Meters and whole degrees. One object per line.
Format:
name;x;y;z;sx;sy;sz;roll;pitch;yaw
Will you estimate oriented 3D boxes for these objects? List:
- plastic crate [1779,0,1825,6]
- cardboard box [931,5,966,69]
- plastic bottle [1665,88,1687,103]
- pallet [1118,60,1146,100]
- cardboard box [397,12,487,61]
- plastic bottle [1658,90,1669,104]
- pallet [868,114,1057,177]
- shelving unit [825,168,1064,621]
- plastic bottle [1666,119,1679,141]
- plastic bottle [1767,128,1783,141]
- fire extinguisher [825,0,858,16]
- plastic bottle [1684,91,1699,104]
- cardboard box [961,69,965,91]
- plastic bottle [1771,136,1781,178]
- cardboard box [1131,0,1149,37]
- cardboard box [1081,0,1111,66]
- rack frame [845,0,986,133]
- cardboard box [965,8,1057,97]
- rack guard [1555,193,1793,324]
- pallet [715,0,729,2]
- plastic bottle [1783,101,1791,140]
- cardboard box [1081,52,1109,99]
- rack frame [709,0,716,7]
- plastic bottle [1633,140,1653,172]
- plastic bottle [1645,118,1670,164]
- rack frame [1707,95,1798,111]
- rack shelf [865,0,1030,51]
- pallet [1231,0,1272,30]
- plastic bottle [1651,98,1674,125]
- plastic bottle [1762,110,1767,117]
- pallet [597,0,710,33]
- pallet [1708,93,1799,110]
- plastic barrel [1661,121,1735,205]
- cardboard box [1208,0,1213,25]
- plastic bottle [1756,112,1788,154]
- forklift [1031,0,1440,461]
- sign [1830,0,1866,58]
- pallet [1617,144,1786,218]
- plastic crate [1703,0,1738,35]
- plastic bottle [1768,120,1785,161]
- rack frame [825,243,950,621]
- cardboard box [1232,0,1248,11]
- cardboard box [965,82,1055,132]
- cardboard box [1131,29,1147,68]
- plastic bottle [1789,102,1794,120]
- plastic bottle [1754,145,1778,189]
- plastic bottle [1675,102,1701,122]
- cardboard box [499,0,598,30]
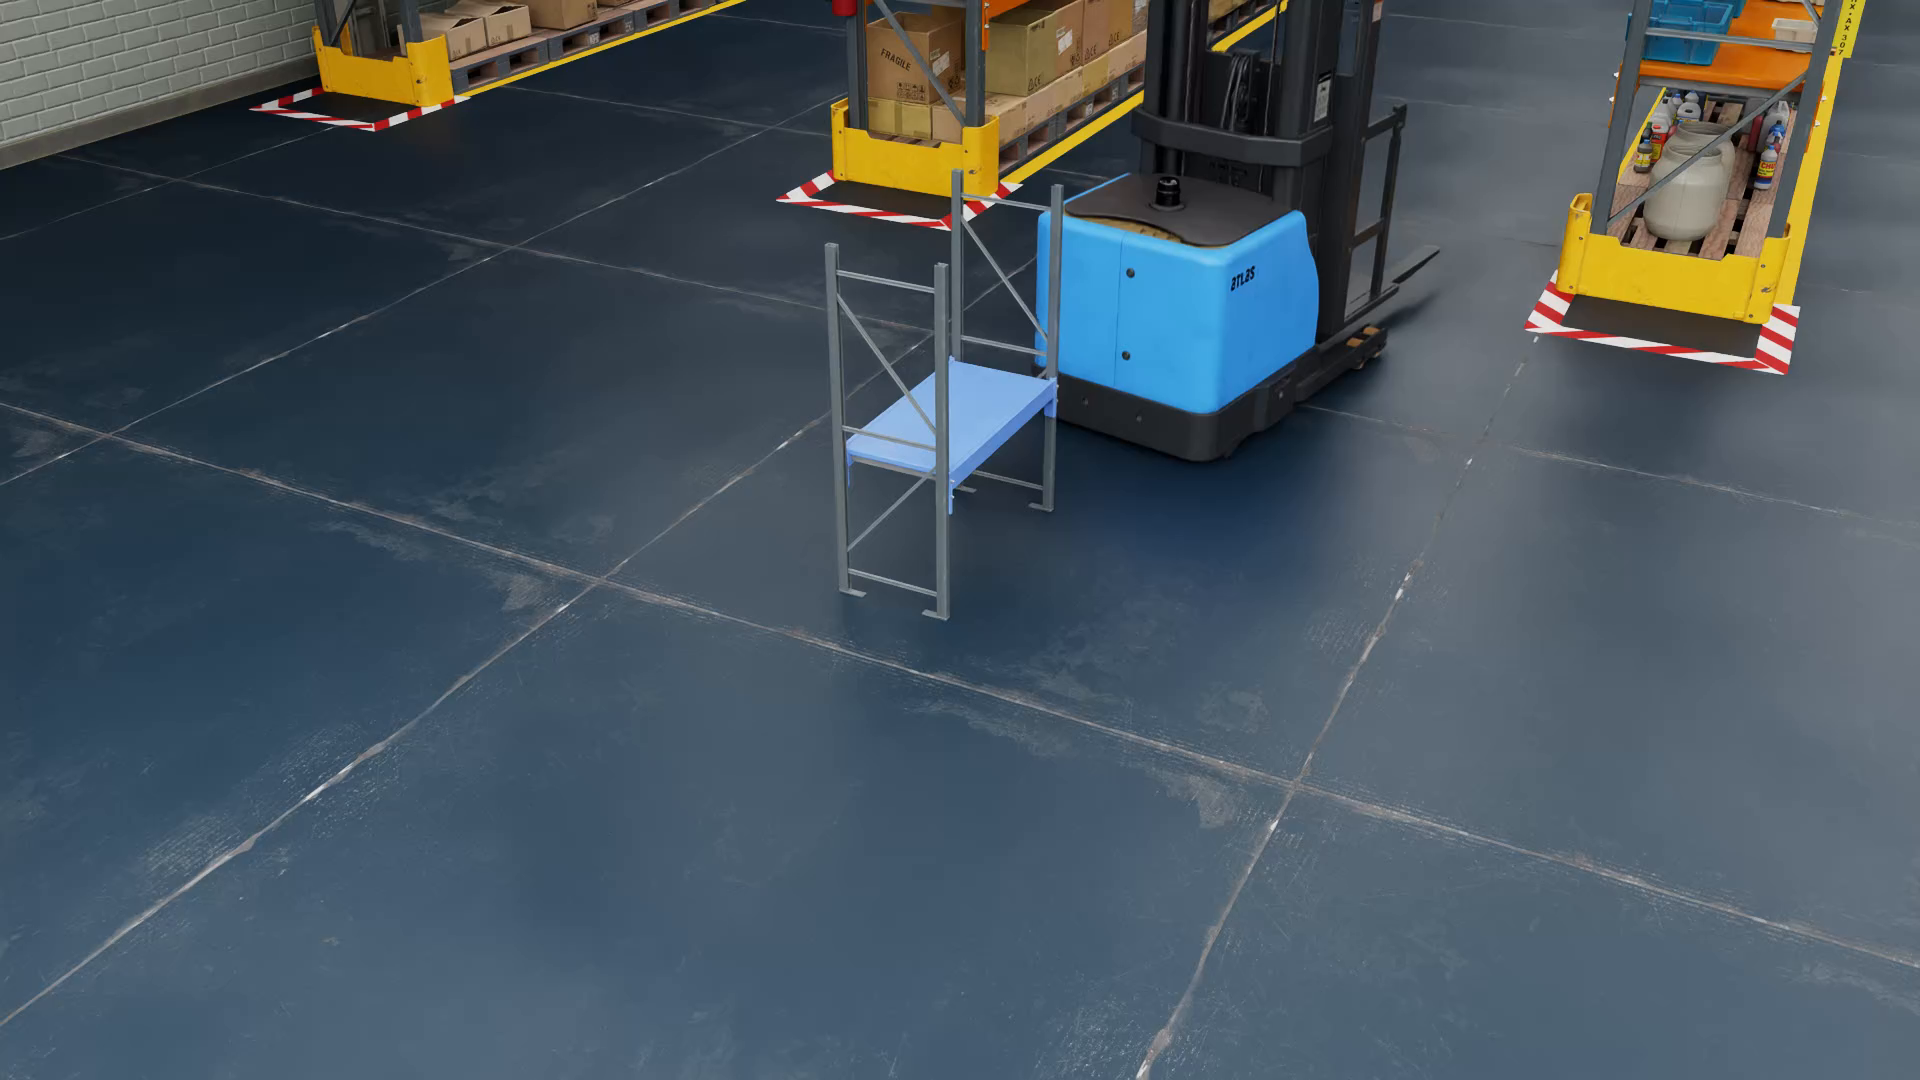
plastic crate;5.413;-3.552;10.688;0.530;0.136;0.437;14;33;23
cardboard box;0.119;-3.862;12.550;0.500;0.500;0.500;14;33;23
plastic bottle;5.190;-3.222;12.067;0.144;0.351;0.185;15;33;25
pallet;1.120;-4.017;14.032;1.003;0.211;1.213;14;33;23
cardboard box;-4.319;-4.229;13.860;0.500;0.311;0.500;11;32;18
plastic bottle;4.992;-3.045;11.827;0.061;0.283;0.133;16;33;25
pallet;0.008;-2.935;12.149;1.003;0.211;1.213;14;33;23
shelving unit;-0.039;-0.613;6.811;0.538;1.500;1.048;14;33;23
plastic bottle;4.786;-2.678;11.188;0.061;0.283;0.133;14;33;23
plastic bottle;5.410;-2.607;11.076;0.097;0.271;0.097;0;30;0
fire extinguisher;-0.770;-3.815;10.959;0.296;0.674;0.183;14;33;23
plastic bottle;5.232;-3.096;11.927;0.097;0.271;0.097;0;30;0
cardboard box;-0.104;-3.314;12.349;0.500;0.250;0.500;14;33;23
plastic bottle;5.328;-2.512;10.899;0.061;0.283;0.133;15;33;24
cardboard box;1.265;-4.410;13.503;0.500;0.500;0.500;14;33;23
cardboard box;0.825;-3.962;12.724;0.500;0.500;0.500;14;33;23
rack frame;-0.303;-3.796;10.847;1.000;3.000;0.127;14;33;23
cardboard box;0.366;-3.520;11.954;0.500;0.500;0.500;14;33;23
rack guard;4.098;-1.631;9.587;1.175;0.500;0.348;14;33;23
pallet;-2.539;-5.827;17.185;1.003;0.211;1.213;14;33;23
plastic bottle;5.766;-2.939;11.641;0.061;0.283;0.133;17;34;27
cardboard box;0.824;-3.637;12.911;0.500;0.250;0.500;14;33;23
rack frame;-2.892;-6.691;15.889;1.000;3.000;0.127;14;33;23
plastic bottle;4.552;-2.561;11.066;0.097;0.201;0.097;0;30;0
plastic bottle;4.691;-2.699;11.231;0.152;0.276;0.135;15;33;24
rack frame;5.927;-4.443;11.976;1.000;3.000;0.127;14;33;23
rack shelf;0.608;-4.370;12.571;1.077;0.370;4.000;14;33;23
pallet;2.375;-5.238;16.159;1.003;0.211;1.213;14;33;23
plastic bottle;4.826;-2.867;11.449;0.144;0.351;0.185;16;33;25
plastic bottle;5.553;-2.889;11.555;0.061;0.283;0.133;14;33;23
pallet;-3.167;-5.176;16.051;1.003;0.211;1.213;14;33;23
pallet;6.251;-3.591;13.292;1.003;0.211;1.213;14;33;23
plastic barrel;4.565;-2.305;10.328;0.421;0.512;0.421;0;30;0
cardboard box;1.924;-4.681;14.729;0.500;0.250;0.500;13;33;22
plastic bottle;5.578;-2.803;11.412;0.152;0.276;0.135;15;33;24
forklift;1.646;-2.309;8.327;1.130;2.935;3.031;21;36;32
sign;4.593;-2.664;8.598;0.100;0.325;0.005;14;33;23
pallet;5.030;-2.403;11.223;1.003;0.211;1.213;14;33;23
plastic crate;4.368;-3.182;9.928;0.499;0.251;0.408;14;33;23
plastic bottle;5.503;-2.697;11.232;0.097;0.271;0.097;0;30;0
rack frame;-0.270;-0.387;6.418;0.500;1.500;0.032;14;33;23
cardboard box;2.391;-5.138;15.524;0.500;0.250;0.500;13;32;22
cardboard box;0.364;-3.195;12.141;0.500;0.250;0.500;14;33;23
cardboard box;1.266;-4.084;13.689;0.500;0.250;0.500;14;33;23
plastic bottle;6.002;-3.168;12.041;0.061;0.283;0.133;16;34;26
plastic bottle;5.209;-2.411;10.734;0.097;0.271;0.097;0;30;0
plastic bottle;5.054;-2.895;11.572;0.152;0.276;0.135;14;33;23
cardboard box;-3.681;-4.877;14.800;0.700;0.500;0.500;12;32;20
